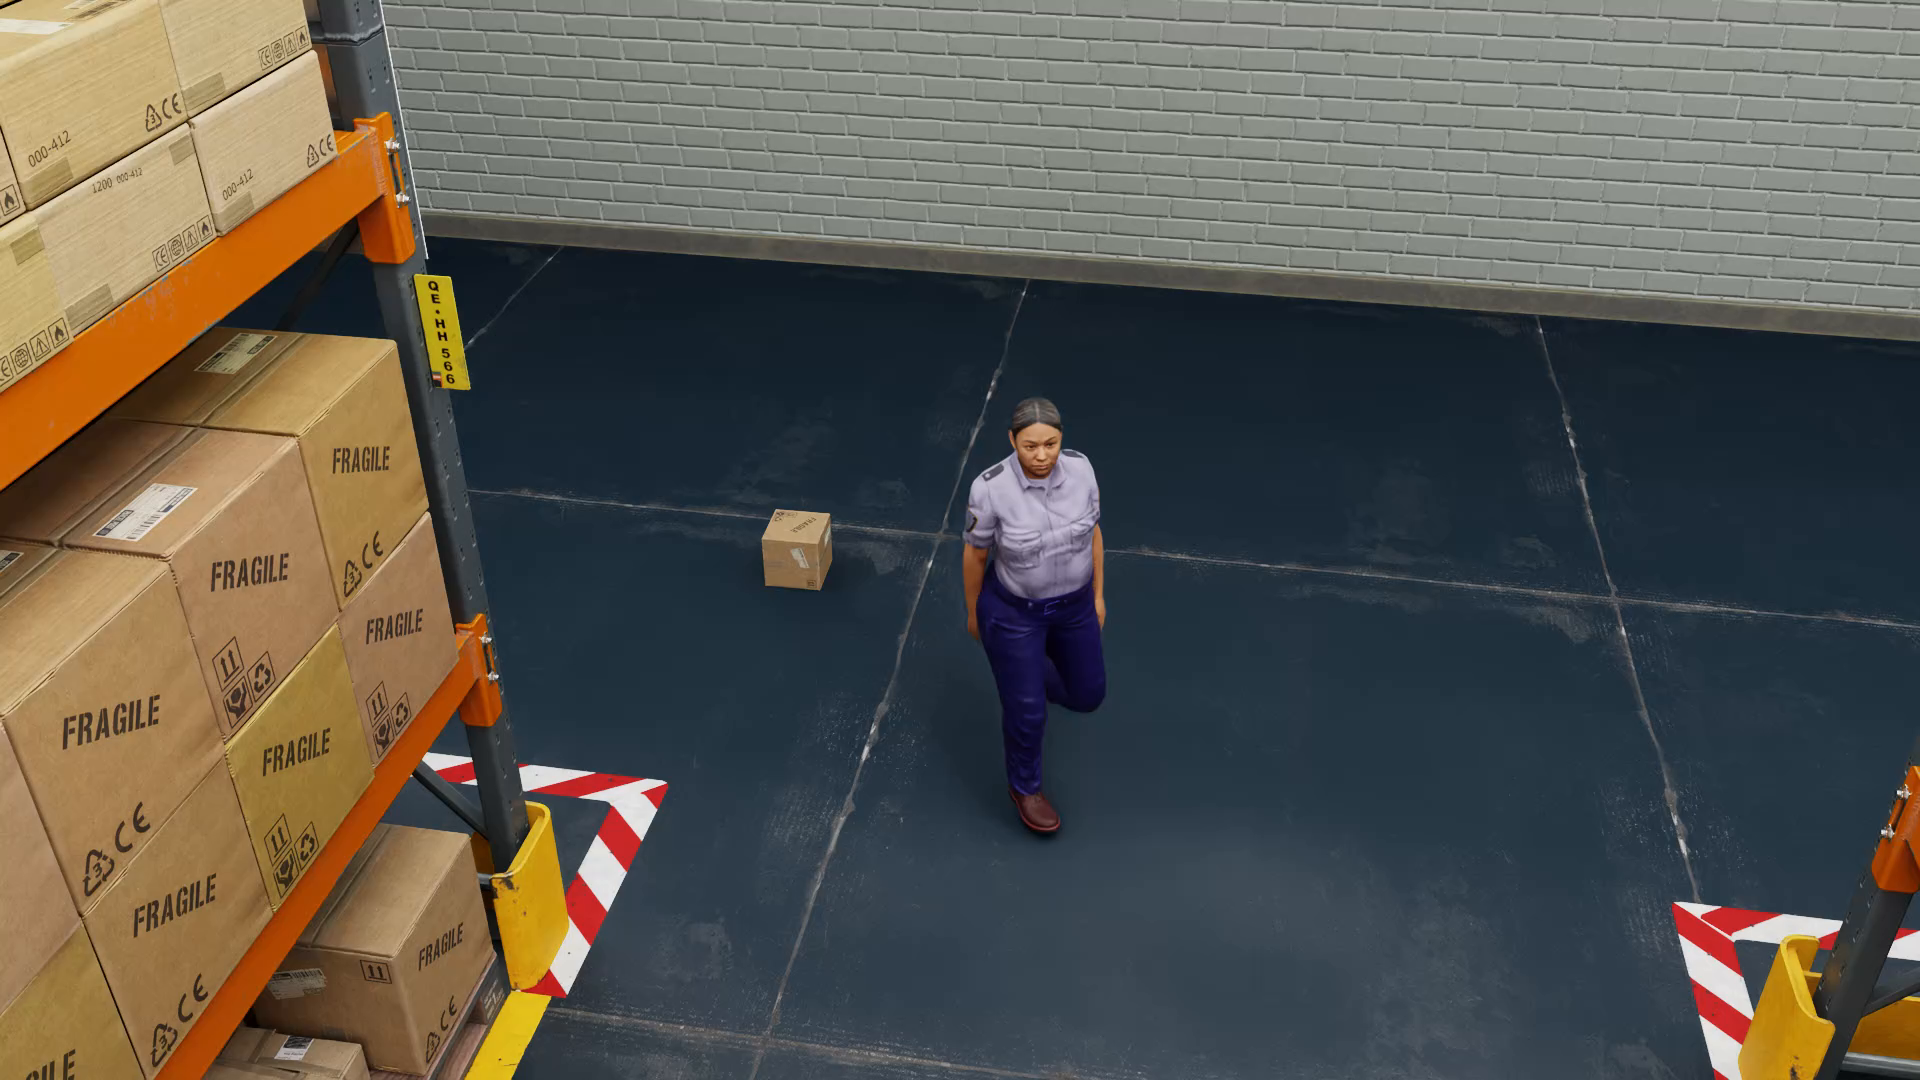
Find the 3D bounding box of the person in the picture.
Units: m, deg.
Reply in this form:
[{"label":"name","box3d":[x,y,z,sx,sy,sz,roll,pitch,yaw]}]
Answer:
[{"label":"person","box3d":[0.249,0.208,5.788,0.505,1.630,0.630,-12,35,-19]}]
